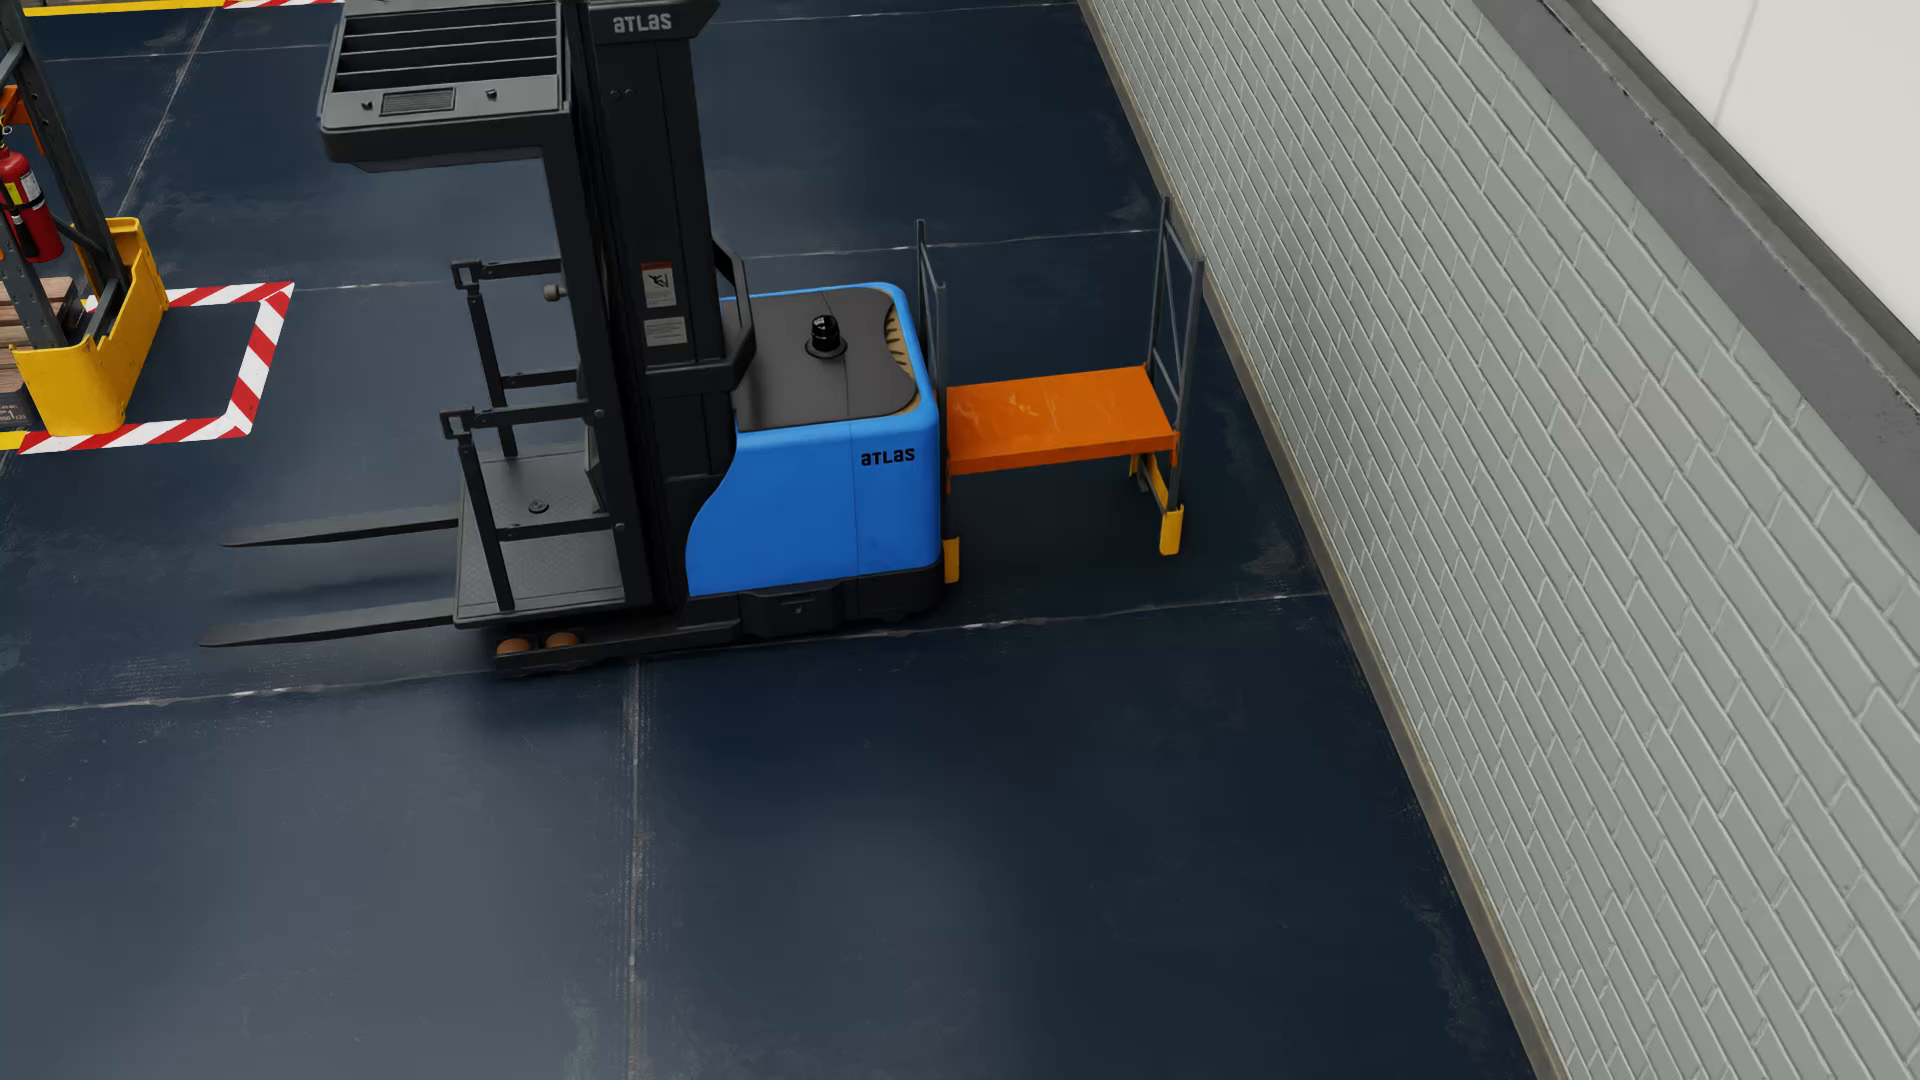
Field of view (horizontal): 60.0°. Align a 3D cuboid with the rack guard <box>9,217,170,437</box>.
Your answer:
[{"bbox_3d":[-4.311,-1.079,8.288,0.348,0.500,1.175,-5,42,-6],"label":"rack guard"}]

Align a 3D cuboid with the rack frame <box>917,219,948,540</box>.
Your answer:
[{"bbox_3d":[-0.113,-0.561,6.967,0.032,1.500,0.500,-7,43,-8],"label":"rack frame"}]

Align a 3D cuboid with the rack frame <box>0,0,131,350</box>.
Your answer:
[{"bbox_3d":[-4.333,-1.996,7.439,0.127,3.000,1.000,-5,42,-6],"label":"rack frame"}]

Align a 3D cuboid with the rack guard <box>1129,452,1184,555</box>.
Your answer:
[{"bbox_3d":[0.885,-0.221,7.524,0.087,0.250,0.587,-7,43,-8],"label":"rack guard"}]

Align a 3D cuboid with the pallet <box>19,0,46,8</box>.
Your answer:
[{"bbox_3d":[-7.044,-4.071,11.821,1.213,0.211,1.003,-5,42,-6],"label":"pallet"}]

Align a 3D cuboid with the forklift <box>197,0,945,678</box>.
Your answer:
[{"bbox_3d":[-1.634,-0.908,6.283,3.031,2.935,1.130,-7,43,-8],"label":"forklift"}]

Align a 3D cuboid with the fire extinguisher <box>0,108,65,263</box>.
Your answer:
[{"bbox_3d":[-4.124,-1.540,7.270,0.183,0.674,0.296,-5,42,-6],"label":"fire extinguisher"}]

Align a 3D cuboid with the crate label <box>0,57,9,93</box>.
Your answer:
[{"bbox_3d":[-4.620,-2.154,7.693,0.303,0.233,0.416,-5,42,-6],"label":"crate label"}]

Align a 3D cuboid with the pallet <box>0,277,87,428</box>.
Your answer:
[{"bbox_3d":[-5.156,-0.915,8.322,1.213,0.211,1.003,-5,42,-6],"label":"pallet"}]

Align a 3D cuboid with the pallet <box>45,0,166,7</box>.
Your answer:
[{"bbox_3d":[-5.837,-4.174,11.936,1.213,0.211,1.003,-5,42,-6],"label":"pallet"}]

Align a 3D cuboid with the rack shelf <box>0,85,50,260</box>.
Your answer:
[{"bbox_3d":[-6.316,-1.556,7.487,4.000,0.370,1.077,-5,42,-6],"label":"rack shelf"}]

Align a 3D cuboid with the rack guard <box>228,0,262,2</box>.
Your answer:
[{"bbox_3d":[-5.047,-4.352,11.916,0.348,0.500,1.175,-5,42,-6],"label":"rack guard"}]

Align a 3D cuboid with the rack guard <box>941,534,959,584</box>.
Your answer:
[{"bbox_3d":[-0.094,-0.099,7.388,0.087,0.250,0.587,-7,43,-8],"label":"rack guard"}]

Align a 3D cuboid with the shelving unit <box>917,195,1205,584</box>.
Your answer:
[{"bbox_3d":[0.396,-0.624,7.037,1.083,1.500,0.587,-7,43,-8],"label":"shelving unit"}]

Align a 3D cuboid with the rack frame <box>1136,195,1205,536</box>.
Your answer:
[{"bbox_3d":[0.886,-0.685,7.105,0.032,1.500,0.500,-7,43,-8],"label":"rack frame"}]

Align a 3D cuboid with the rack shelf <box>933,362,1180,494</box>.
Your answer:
[{"bbox_3d":[0.387,-0.490,7.157,1.000,0.185,0.538,-7,43,-8],"label":"rack shelf"}]
